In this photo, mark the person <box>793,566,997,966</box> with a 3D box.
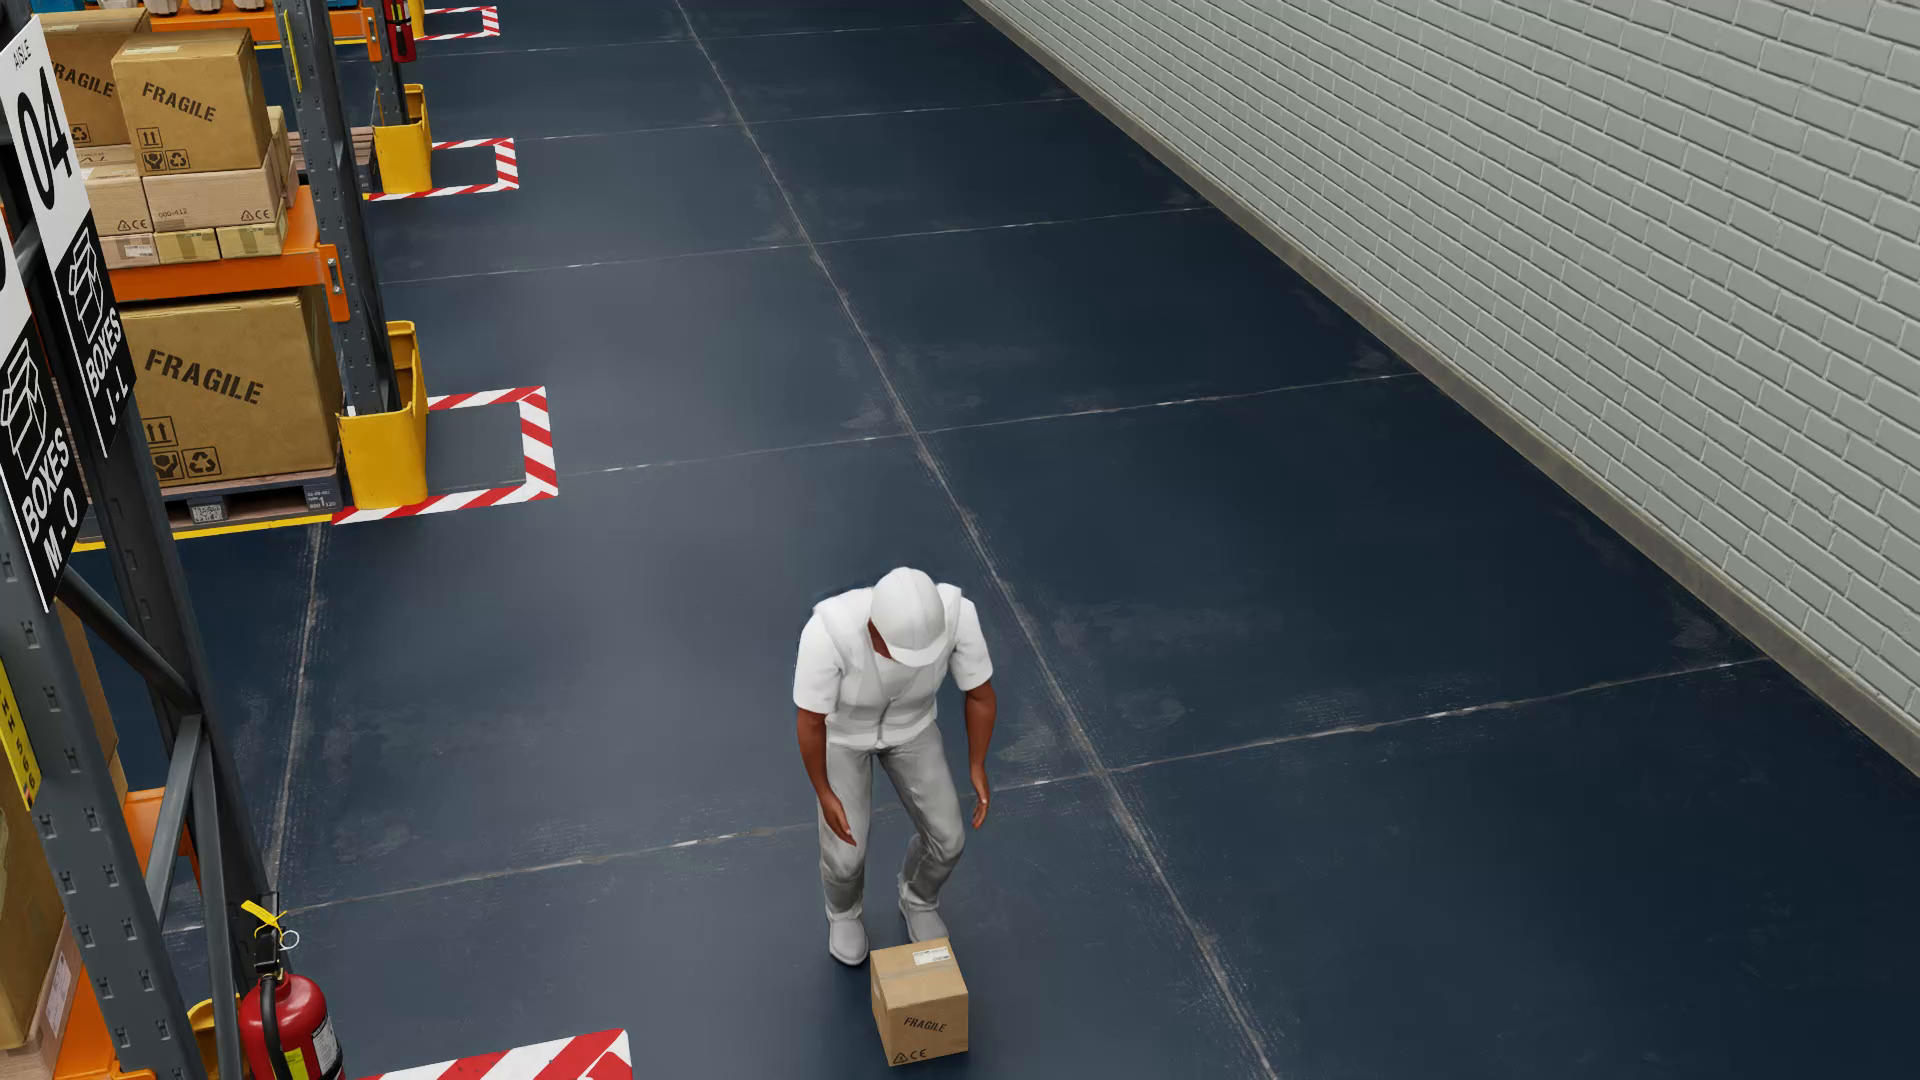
[{"bbox_3d":[-0.205,0.657,5.196,0.625,1.543,0.666,-8,31,-13],"label":"person"}]
